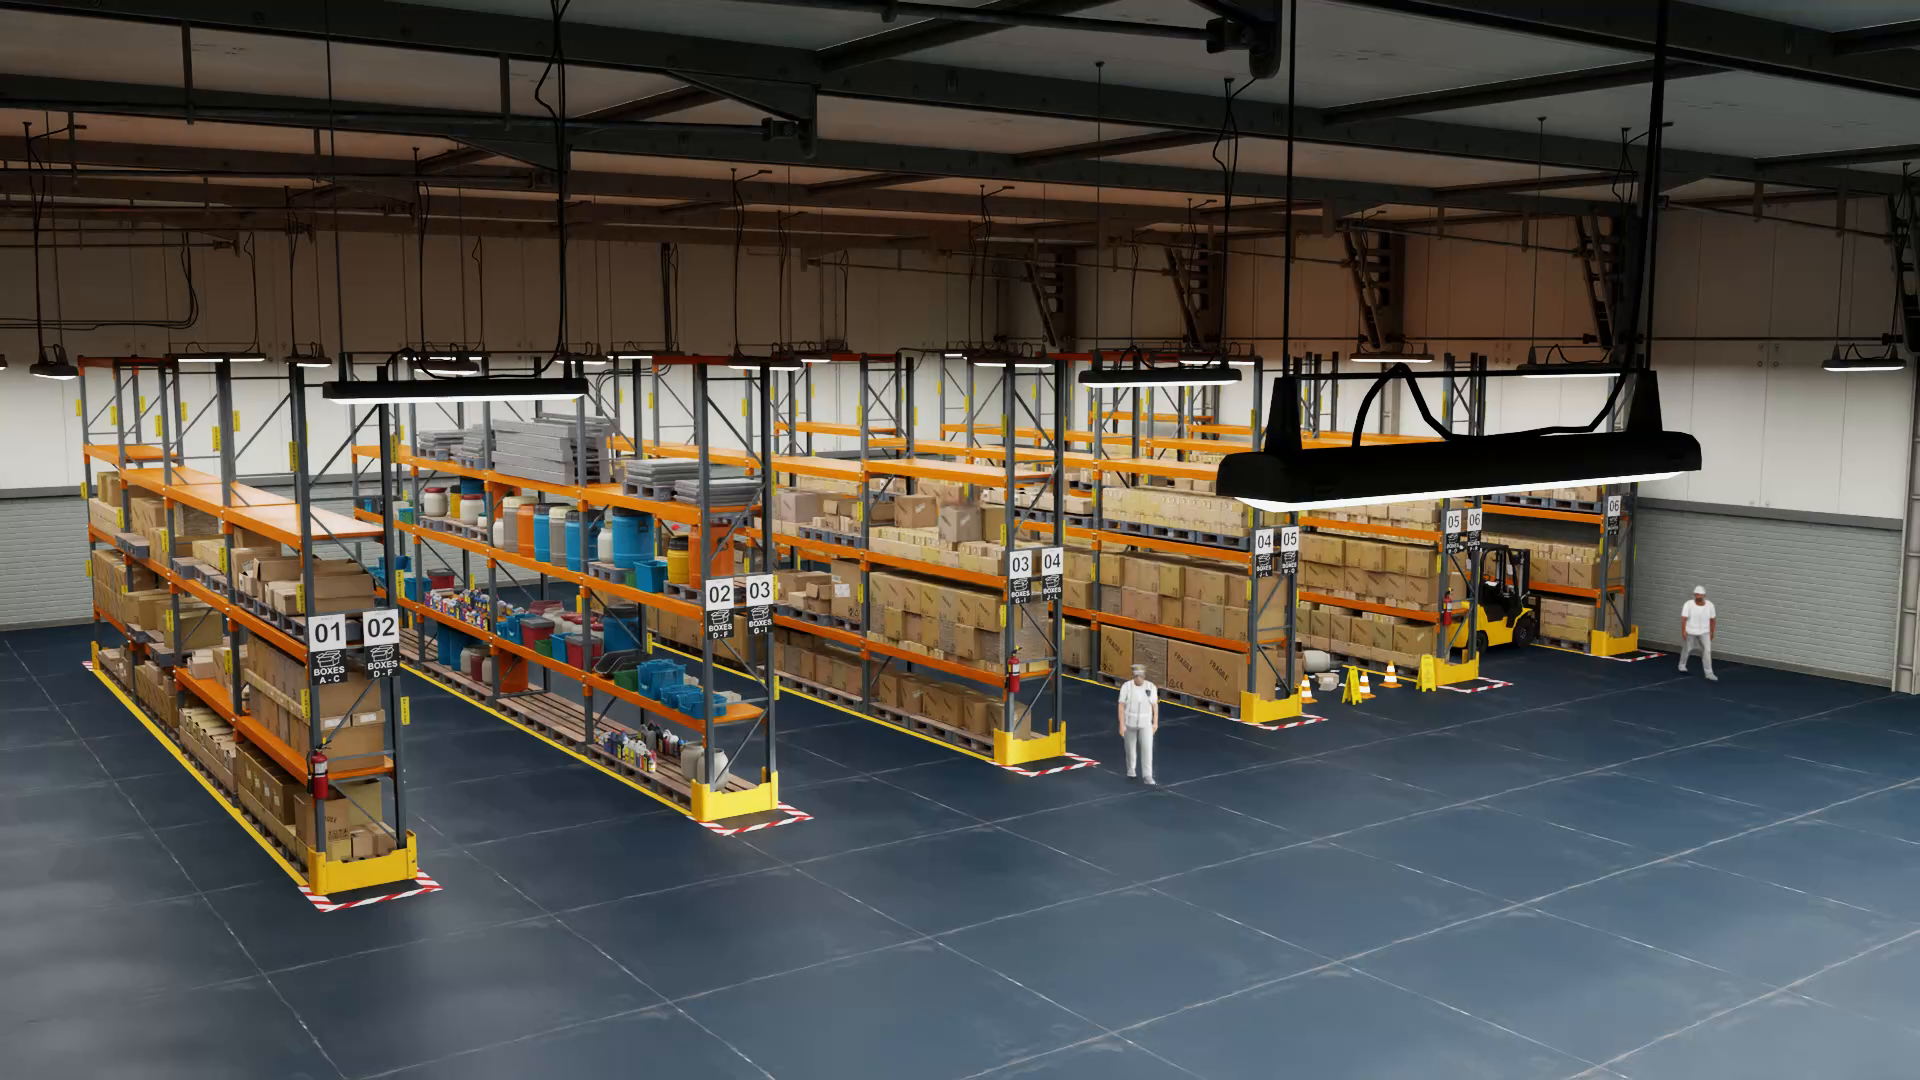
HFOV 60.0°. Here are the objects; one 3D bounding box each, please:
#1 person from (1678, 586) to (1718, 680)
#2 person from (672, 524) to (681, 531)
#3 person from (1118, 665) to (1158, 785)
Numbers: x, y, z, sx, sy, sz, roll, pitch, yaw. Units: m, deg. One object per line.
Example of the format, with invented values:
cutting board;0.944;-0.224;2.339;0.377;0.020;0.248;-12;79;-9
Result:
person;13.767;1.702;31.005;0.658;1.698;1.095;0;7;0
person;-6.947;0.477;40.953;0.610;1.725;1.034;-5;8;-35
person;2.528;2.613;23.620;0.565;1.691;1.087;1;7;7
